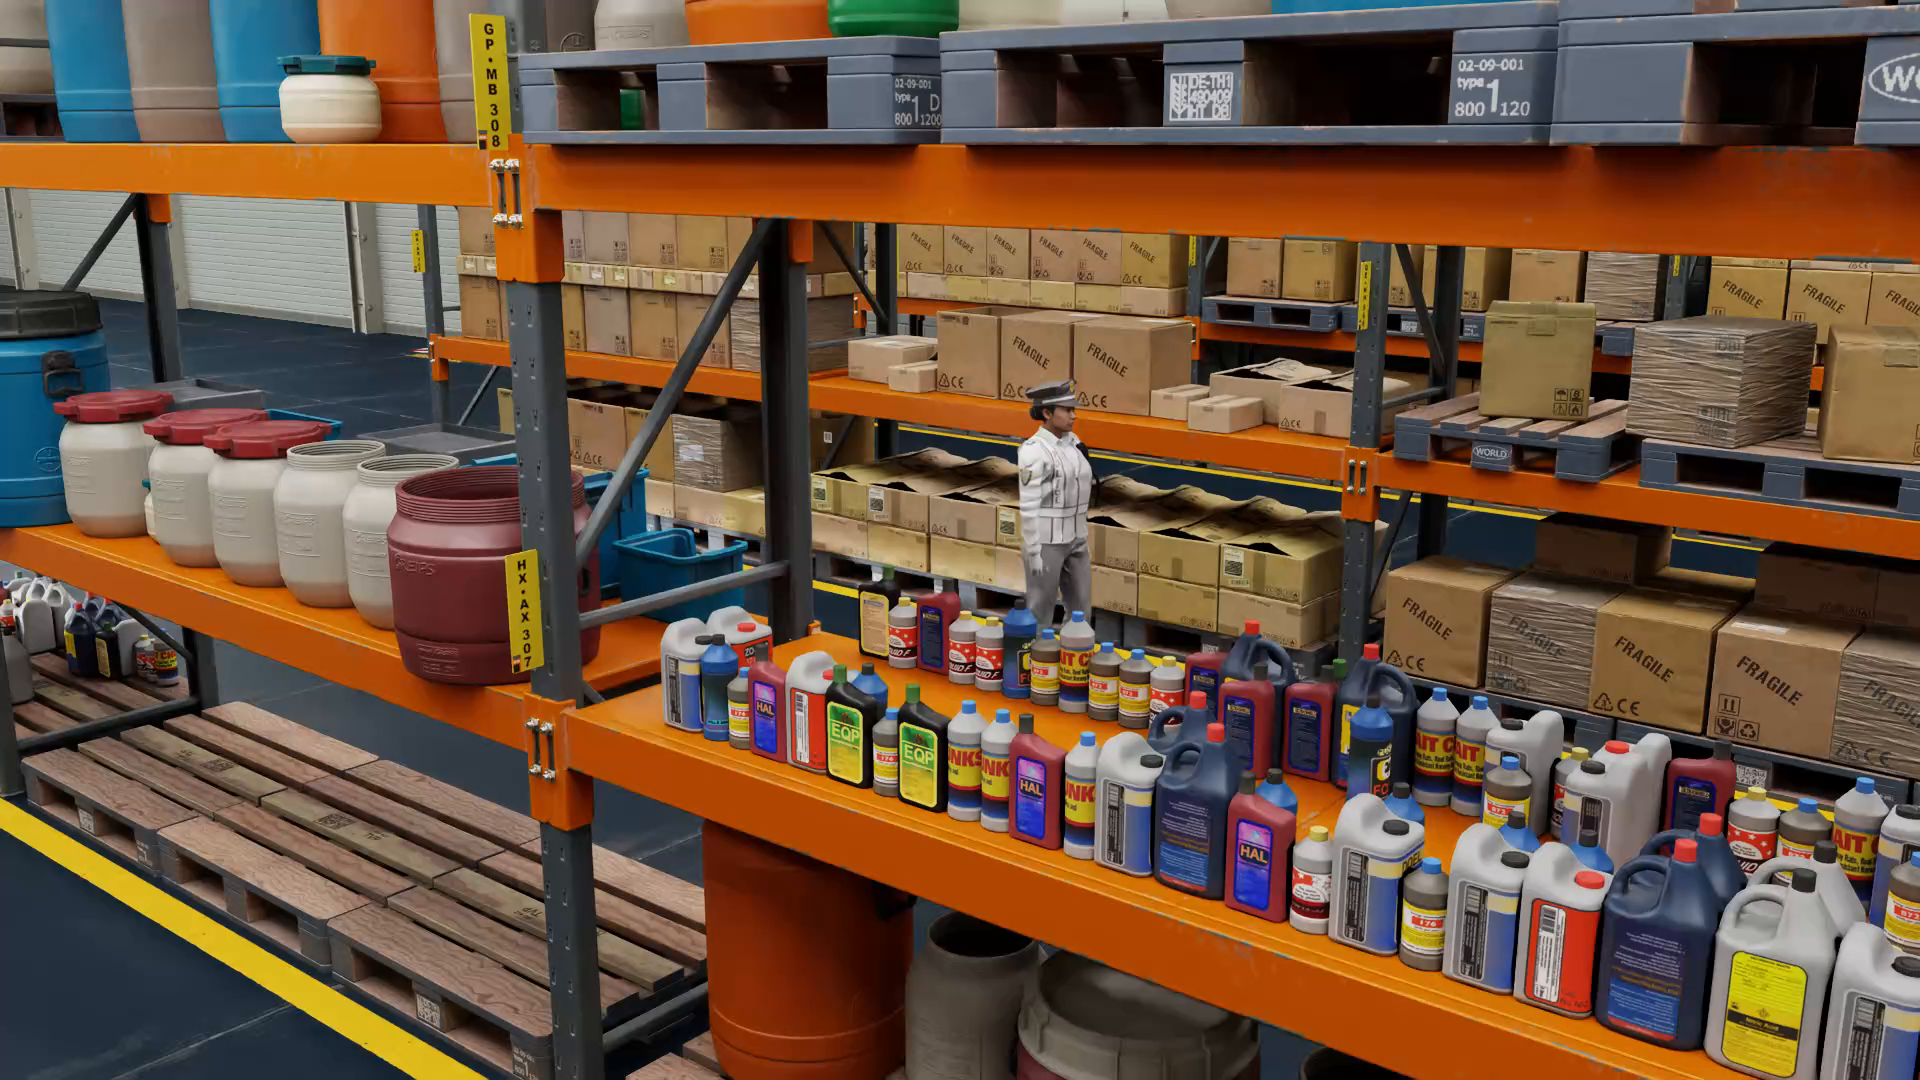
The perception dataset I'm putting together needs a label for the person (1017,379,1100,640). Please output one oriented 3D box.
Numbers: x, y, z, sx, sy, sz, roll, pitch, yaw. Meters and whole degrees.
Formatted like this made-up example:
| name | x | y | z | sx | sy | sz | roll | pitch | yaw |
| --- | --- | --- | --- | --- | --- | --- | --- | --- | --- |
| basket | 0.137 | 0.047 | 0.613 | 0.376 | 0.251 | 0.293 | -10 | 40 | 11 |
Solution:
| name | x | y | z | sx | sy | sz | roll | pitch | yaw |
| --- | --- | --- | --- | --- | --- | --- | --- | --- | --- |
| person | 0.517 | 0.026 | 8.344 | 0.403 | 1.679 | 0.481 | 11 | 17 | 38 |
